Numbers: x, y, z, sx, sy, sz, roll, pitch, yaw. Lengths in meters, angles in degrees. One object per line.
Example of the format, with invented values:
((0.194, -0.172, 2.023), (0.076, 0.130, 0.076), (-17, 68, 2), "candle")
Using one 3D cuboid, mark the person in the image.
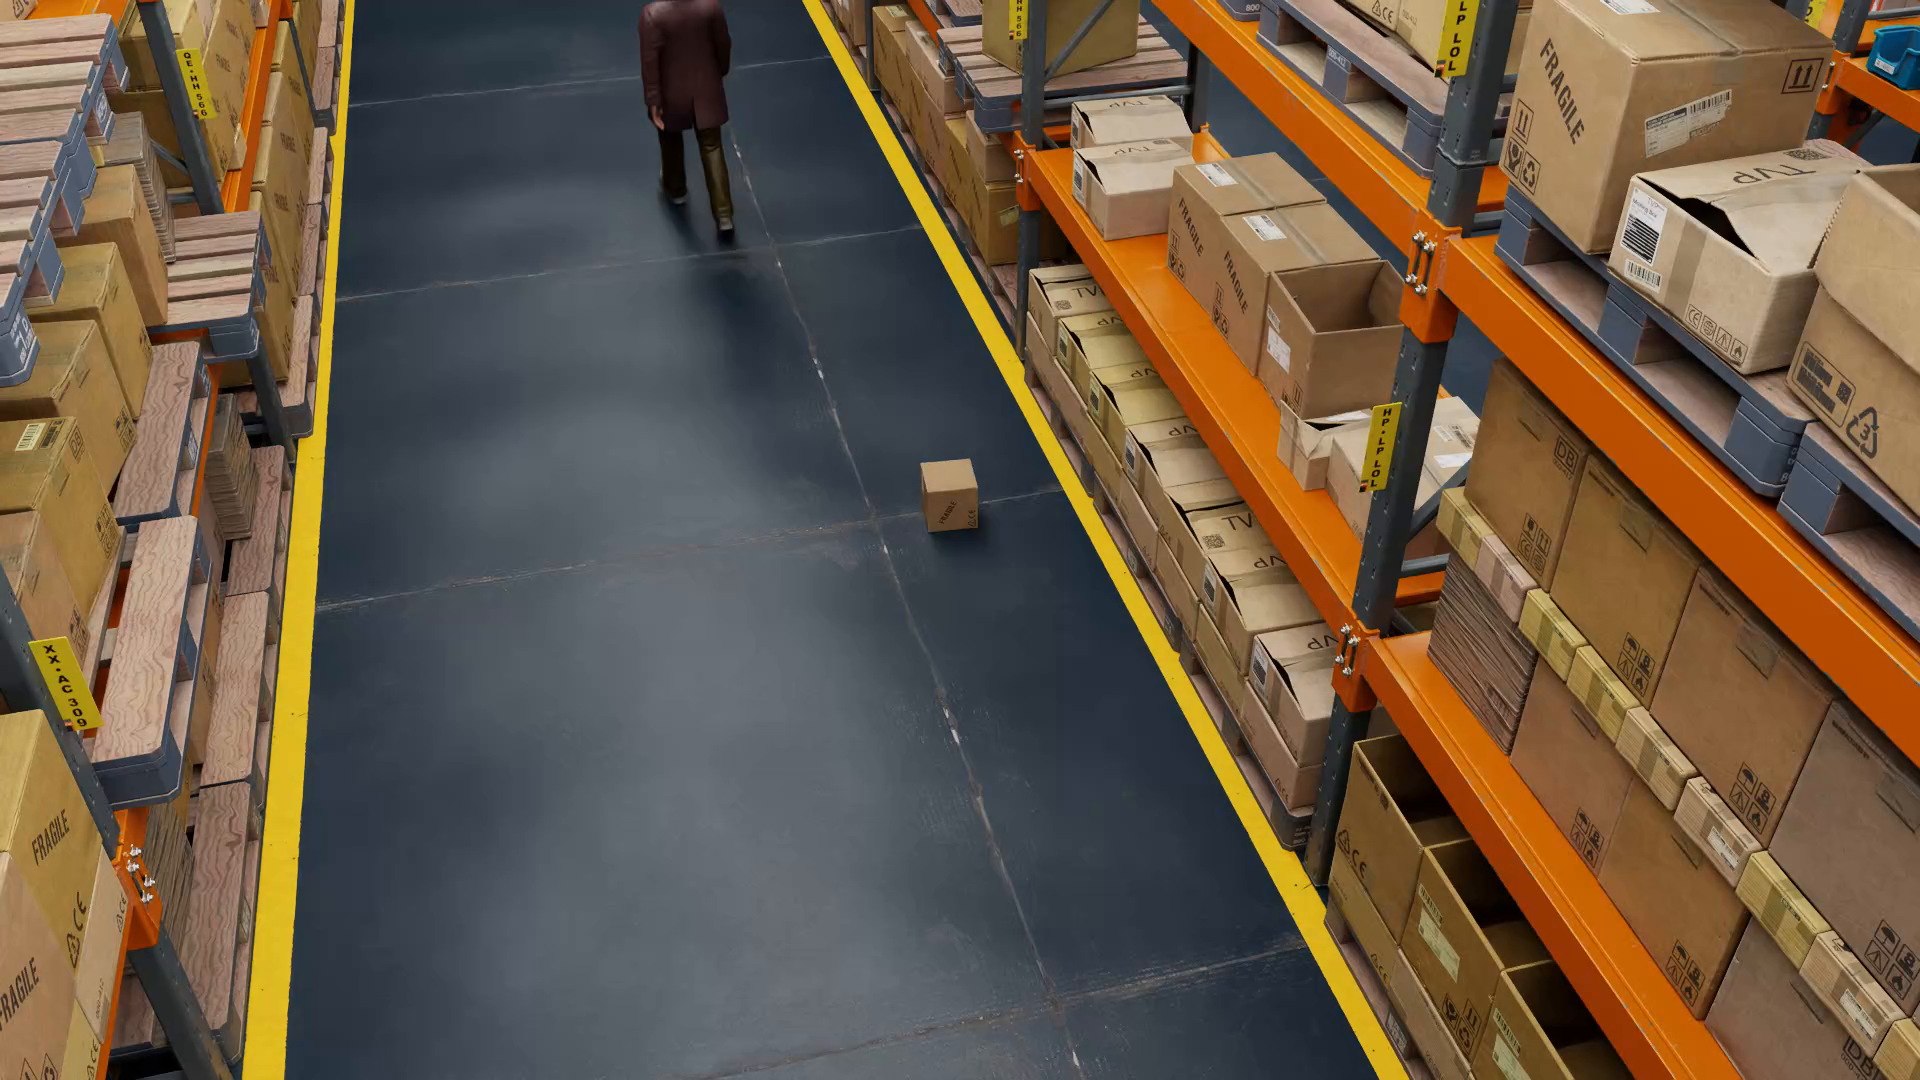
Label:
((-1.718, -2.861, 10.438), (0.587, 1.739, 0.987), (-11, 39, -14), "person")
